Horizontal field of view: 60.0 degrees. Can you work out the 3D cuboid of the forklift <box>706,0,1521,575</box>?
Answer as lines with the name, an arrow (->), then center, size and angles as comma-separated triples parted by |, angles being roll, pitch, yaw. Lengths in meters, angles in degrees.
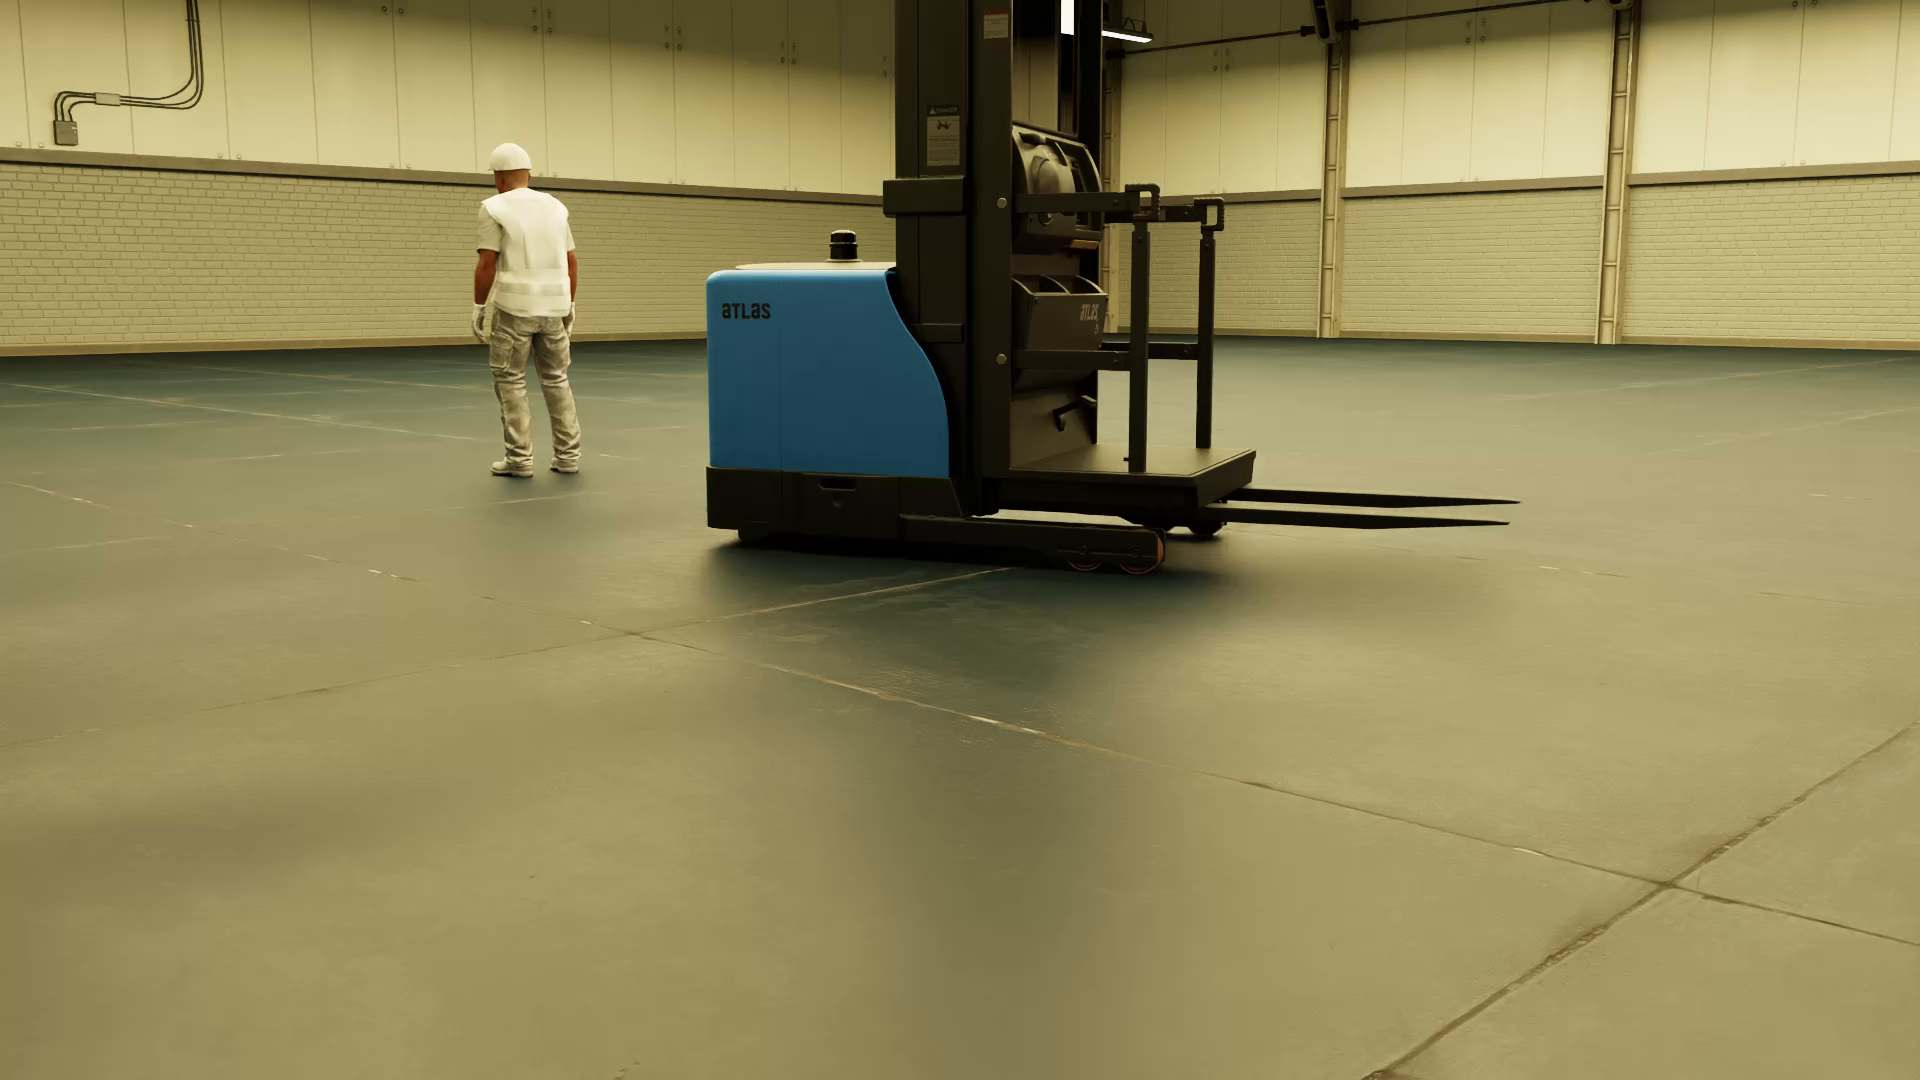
forklift -> 0.565, -1.416, 6.275 | 3.031, 2.935, 1.130 | 3, 9, 22

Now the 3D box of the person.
person -> -2.348, -1.239, 8.995 | 0.444, 1.775, 0.629 | 8, 12, 44
